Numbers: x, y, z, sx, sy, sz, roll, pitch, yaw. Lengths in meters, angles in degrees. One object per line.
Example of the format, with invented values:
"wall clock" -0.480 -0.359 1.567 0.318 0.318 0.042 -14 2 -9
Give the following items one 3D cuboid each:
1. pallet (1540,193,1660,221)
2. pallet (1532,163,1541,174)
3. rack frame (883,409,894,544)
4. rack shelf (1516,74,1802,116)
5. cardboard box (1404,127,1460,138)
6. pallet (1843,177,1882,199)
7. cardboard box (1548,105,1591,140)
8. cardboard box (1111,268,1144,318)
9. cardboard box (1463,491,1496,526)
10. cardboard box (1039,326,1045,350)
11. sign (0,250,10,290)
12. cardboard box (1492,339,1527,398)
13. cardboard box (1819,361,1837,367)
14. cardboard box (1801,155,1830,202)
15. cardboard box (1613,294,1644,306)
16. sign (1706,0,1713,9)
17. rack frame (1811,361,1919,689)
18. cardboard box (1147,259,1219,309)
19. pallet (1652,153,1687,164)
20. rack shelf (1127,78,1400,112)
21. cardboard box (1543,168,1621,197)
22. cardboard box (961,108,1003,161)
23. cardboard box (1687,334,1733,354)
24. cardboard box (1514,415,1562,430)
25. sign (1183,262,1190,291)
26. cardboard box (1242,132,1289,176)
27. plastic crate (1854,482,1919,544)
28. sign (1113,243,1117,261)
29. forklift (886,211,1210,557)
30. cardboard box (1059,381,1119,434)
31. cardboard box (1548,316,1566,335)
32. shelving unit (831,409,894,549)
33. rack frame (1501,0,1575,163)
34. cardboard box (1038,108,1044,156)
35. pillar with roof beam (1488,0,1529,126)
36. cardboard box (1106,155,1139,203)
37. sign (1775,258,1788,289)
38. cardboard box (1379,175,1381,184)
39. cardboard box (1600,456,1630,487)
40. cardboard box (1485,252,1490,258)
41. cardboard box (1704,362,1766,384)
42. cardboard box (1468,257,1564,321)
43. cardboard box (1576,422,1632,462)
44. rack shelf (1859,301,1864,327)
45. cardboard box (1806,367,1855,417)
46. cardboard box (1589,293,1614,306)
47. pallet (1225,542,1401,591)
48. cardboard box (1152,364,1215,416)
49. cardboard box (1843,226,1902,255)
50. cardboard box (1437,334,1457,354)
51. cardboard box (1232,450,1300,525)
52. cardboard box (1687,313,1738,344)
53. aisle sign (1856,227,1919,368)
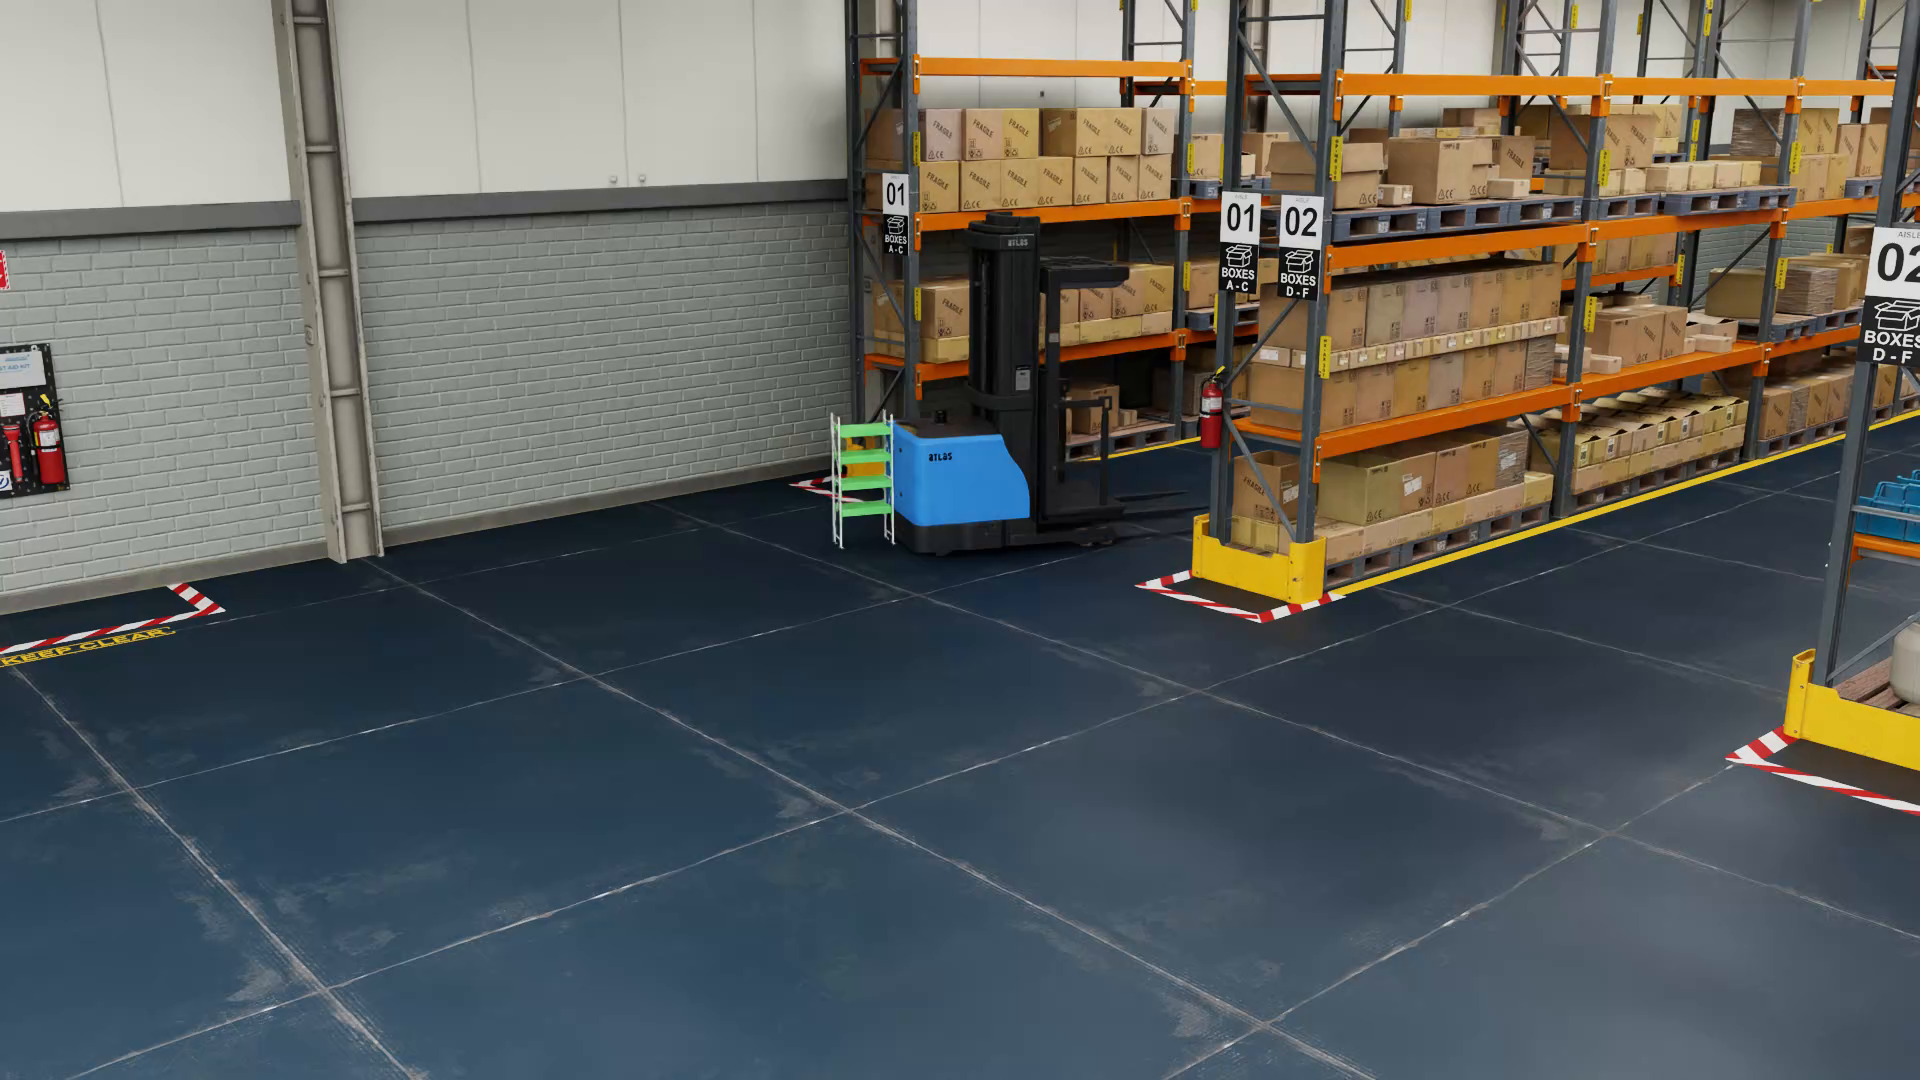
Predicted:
"pallet" 6.150 -3.259 16.197 1.217 0.209 0.805 -14 20 -42
"pallet" 7.614 -5.261 23.692 1.217 0.209 0.805 -14 20 -42
"rack frame" -0.646 -0.569 15.057 0.015 1.200 0.240 -5 16 -19
"rack shelf" 7.002 -4.447 16.629 4.000 0.370 1.077 -13 19 -39
"cardboard box" 6.375 -5.386 22.744 0.500 0.500 0.700 -11 19 -37
"pallet" 10.210 -4.191 19.679 1.003 0.211 1.213 -13 19 -39
"cardboard box" 8.995 -6.126 24.388 0.500 0.500 0.500 -13 20 -40
"cardboard box" 1.712 -2.788 18.673 0.500 0.500 0.500 -13 20 -40
"cardboard box" 4.536 -0.333 15.200 0.500 0.250 0.500 -13 19 -39
"cardboard box" 0.568 -2.170 17.815 0.500 0.250 0.500 -13 20 -40
"sign" -7.306 -2.034 12.560 0.199 0.298 0.001 -13 19 -39
"cardboard box" 4.769 -1.632 15.352 0.500 0.500 0.700 -13 20 -40
"cardboard box" 10.608 -1.983 20.854 0.500 0.500 0.500 -12 19 -39
"cardboard box" 9.202 -4.092 18.752 0.500 0.500 0.910 -13 19 -39
"cardboard box" 10.659 -3.817 26.500 0.250 0.149 0.380 -12 19 -38
"sign" 8.147 -5.920 18.012 0.005 0.325 0.100 -13 19 -39
"rack frame" 5.724 -0.108 9.841 0.127 3.000 1.000 -13 19 -39
"cardboard box" 2.645 -3.055 19.827 0.500 0.500 0.700 -13 19 -39
"pallet" 10.738 -6.026 26.355 1.213 0.211 1.003 -13 19 -39
"rack shelf" 3.747 -5.411 20.237 4.000 0.370 1.077 -13 19 -39
"cardboard box" 5.964 -3.433 15.952 0.500 0.250 0.500 -10 18 -34
"cardboard box" 0.083 -4.120 16.879 0.500 0.500 0.500 -13 20 -40
"cardboard box" 8.014 -2.100 17.788 0.250 0.149 0.380 -13 19 -39
"cardboard box" 5.999 -1.110 17.019 0.500 0.311 0.500 -12 19 -38
"sign" 2.600 -3.028 19.096 0.005 0.325 0.100 -13 19 -39
"cardboard box" 3.634 -4.700 20.215 0.500 0.500 0.500 -14 20 -41
"plastic crate" 5.905 -0.179 10.396 0.616 0.251 0.499 -13 19 -39
"sign" 1.871 -3.381 19.851 0.005 0.325 0.100 -13 19 -39
"forklift" 0.883 -1.478 15.104 3.031 2.935 1.130 -5 16 -18
"cardboard box" 1.482 -1.535 19.177 0.500 0.500 0.500 14 21 43
"cardboard box" 5.429 -2.024 15.565 0.250 0.149 0.380 -13 20 -39
"shelving unit" -0.876 -0.548 14.978 0.503 1.200 0.258 -5 16 -19
"rack frame" 8.274 -6.968 23.898 0.127 3.000 1.000 -13 19 -39
"cardboard box" 0.550 -4.408 17.958 0.500 0.500 0.500 -13 20 -39
"pillar with roof beam" 11.060 -6.417 21.835 0.400 9.000 9.100 -13 19 -39
"cardboard box" 1.630 -4.004 18.384 0.500 0.500 0.500 14 20 42
"sign" 8.877 -2.880 17.975 0.005 0.325 0.100 -13 19 -39
"cardboard box" 3.171 -2.966 13.936 0.500 0.250 0.500 -13 19 -39
"cardboard box" 6.347 -0.731 16.690 0.500 0.250 0.500 -12 19 -38
"cardboard box" 7.328 -3.972 23.499 0.500 0.500 0.500 -13 19 -39
"cardboard box" 9.102 -2.010 19.499 0.500 0.250 0.500 -12 19 -37
"cardboard box" 5.163 -2.349 15.524 0.500 0.500 0.700 -13 19 -39
"cardboard box" 6.349 -1.001 16.613 0.500 0.311 0.500 -13 20 -40
"rack shelf" 7.233 -1.548 10.815 4.000 0.370 1.077 -13 19 -39
"cardboard box" 10.587 -1.804 20.183 0.500 0.500 0.500 -12 19 -39
"cardboard box" 10.221 -3.849 26.622 0.250 0.149 0.380 -12 19 -39
"pallet" 3.025 0.137 14.329 1.213 0.211 1.003 -13 19 -39
"cardboard box" 2.783 -1.847 20.343 0.500 0.500 0.700 -12 19 -38
"cardboard box" 11.740 -3.773 21.432 0.500 0.500 0.500 -13 19 -39
"cardboard box" 4.073 -1.719 14.423 0.250 0.149 0.380 -12 19 -39
"cardboard box" 2.685 -0.458 14.215 0.500 0.500 0.500 -13 19 -39
"cardboard box" 8.208 -2.332 18.340 0.500 0.311 0.500 -11 19 -36
"aisle sign" 5.475 -1.409 9.677 0.004 0.787 0.394 -13 19 -39
